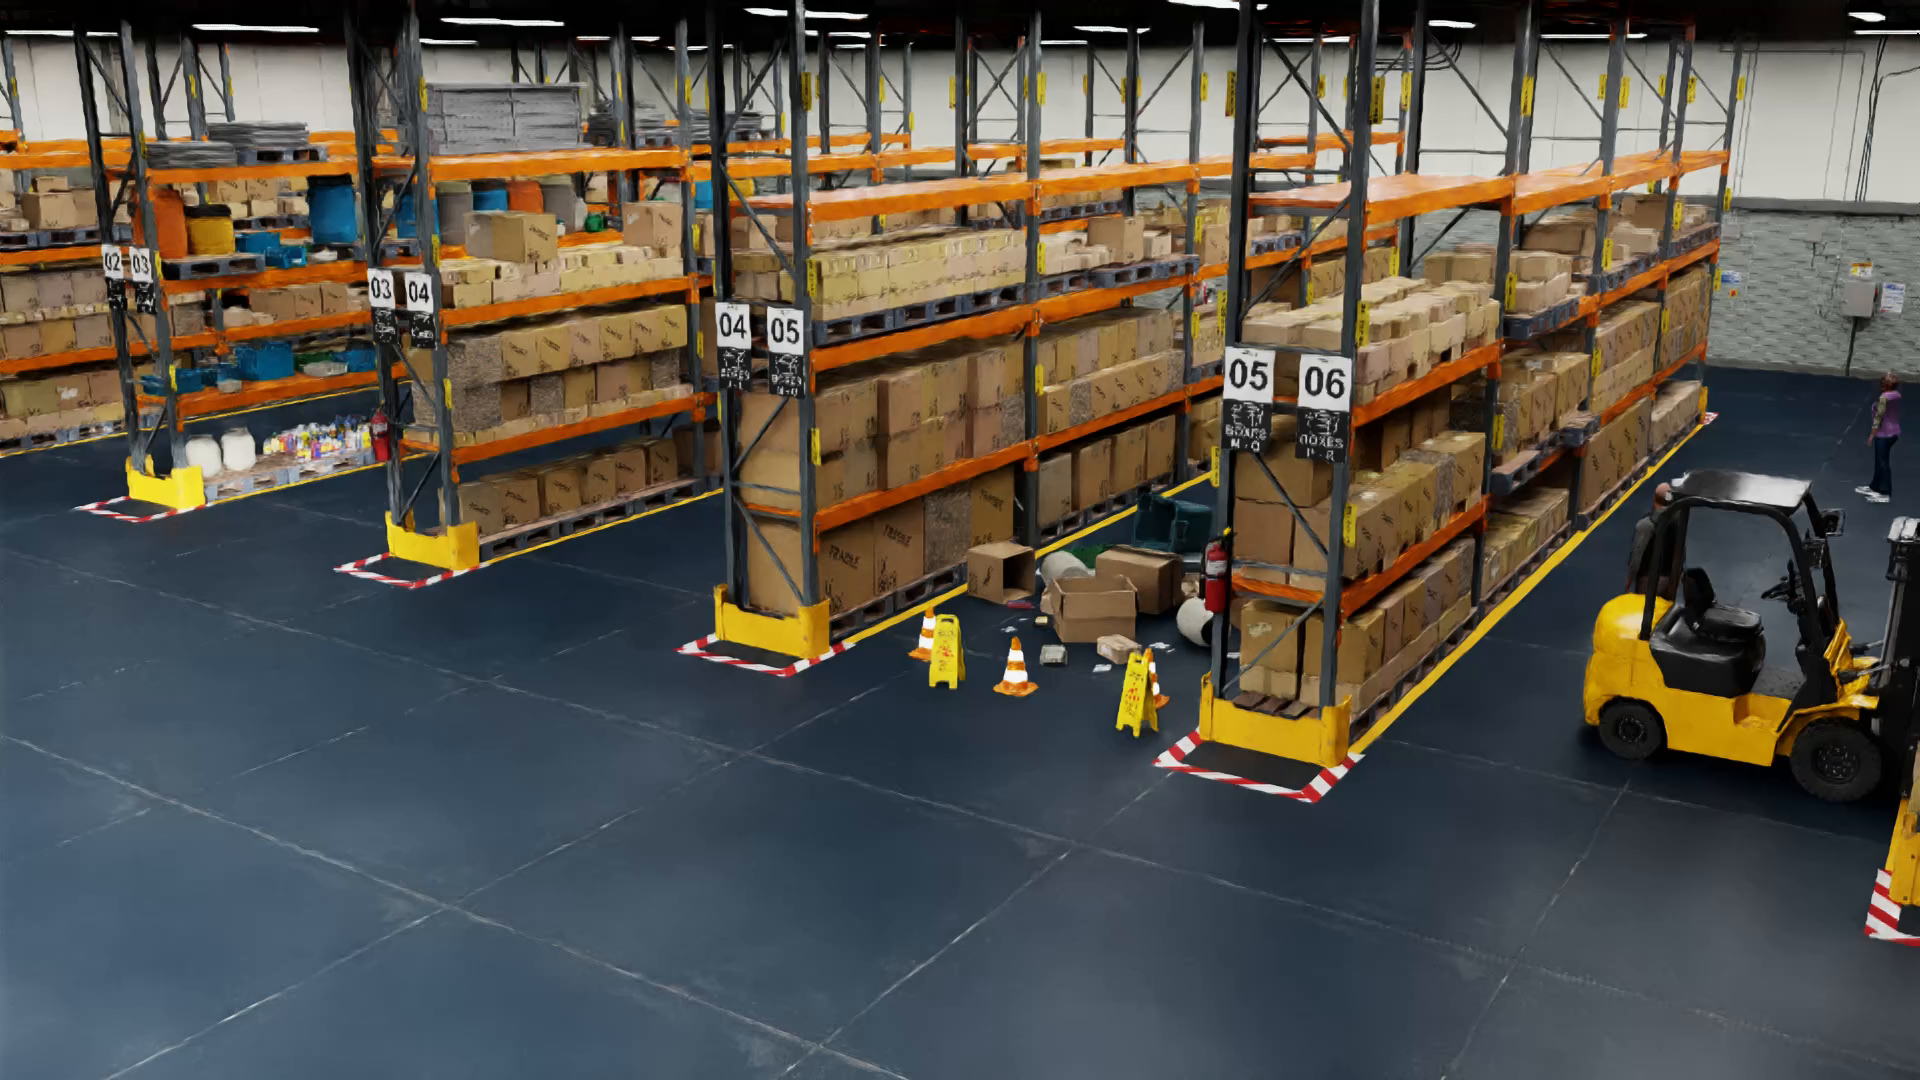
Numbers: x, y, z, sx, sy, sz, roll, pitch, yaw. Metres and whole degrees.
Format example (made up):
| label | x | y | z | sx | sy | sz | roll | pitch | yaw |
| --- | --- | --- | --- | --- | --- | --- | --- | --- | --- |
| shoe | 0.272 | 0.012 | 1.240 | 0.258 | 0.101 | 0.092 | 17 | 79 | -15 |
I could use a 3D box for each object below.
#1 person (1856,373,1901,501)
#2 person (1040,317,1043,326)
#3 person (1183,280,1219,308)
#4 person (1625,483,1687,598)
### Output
| label | x | y | z | sx | sy | sz | roll | pitch | yaw |
| --- | --- | --- | --- | --- | --- | --- | --- | --- | --- |
| person | 11.593 | -1.305 | 20.911 | 0.515 | 1.581 | 0.508 | -12 | 20 | -37 |
| person | 1.189 | -2.680 | 25.671 | 0.454 | 1.679 | 0.536 | 3 | 16 | 11 |
| person | 4.562 | -4.285 | 31.470 | 0.688 | 1.712 | 0.782 | 12 | 19 | 36 |
| person | 6.160 | 0.325 | 14.794 | 0.628 | 1.718 | 0.569 | -8 | 17 | -26 |
